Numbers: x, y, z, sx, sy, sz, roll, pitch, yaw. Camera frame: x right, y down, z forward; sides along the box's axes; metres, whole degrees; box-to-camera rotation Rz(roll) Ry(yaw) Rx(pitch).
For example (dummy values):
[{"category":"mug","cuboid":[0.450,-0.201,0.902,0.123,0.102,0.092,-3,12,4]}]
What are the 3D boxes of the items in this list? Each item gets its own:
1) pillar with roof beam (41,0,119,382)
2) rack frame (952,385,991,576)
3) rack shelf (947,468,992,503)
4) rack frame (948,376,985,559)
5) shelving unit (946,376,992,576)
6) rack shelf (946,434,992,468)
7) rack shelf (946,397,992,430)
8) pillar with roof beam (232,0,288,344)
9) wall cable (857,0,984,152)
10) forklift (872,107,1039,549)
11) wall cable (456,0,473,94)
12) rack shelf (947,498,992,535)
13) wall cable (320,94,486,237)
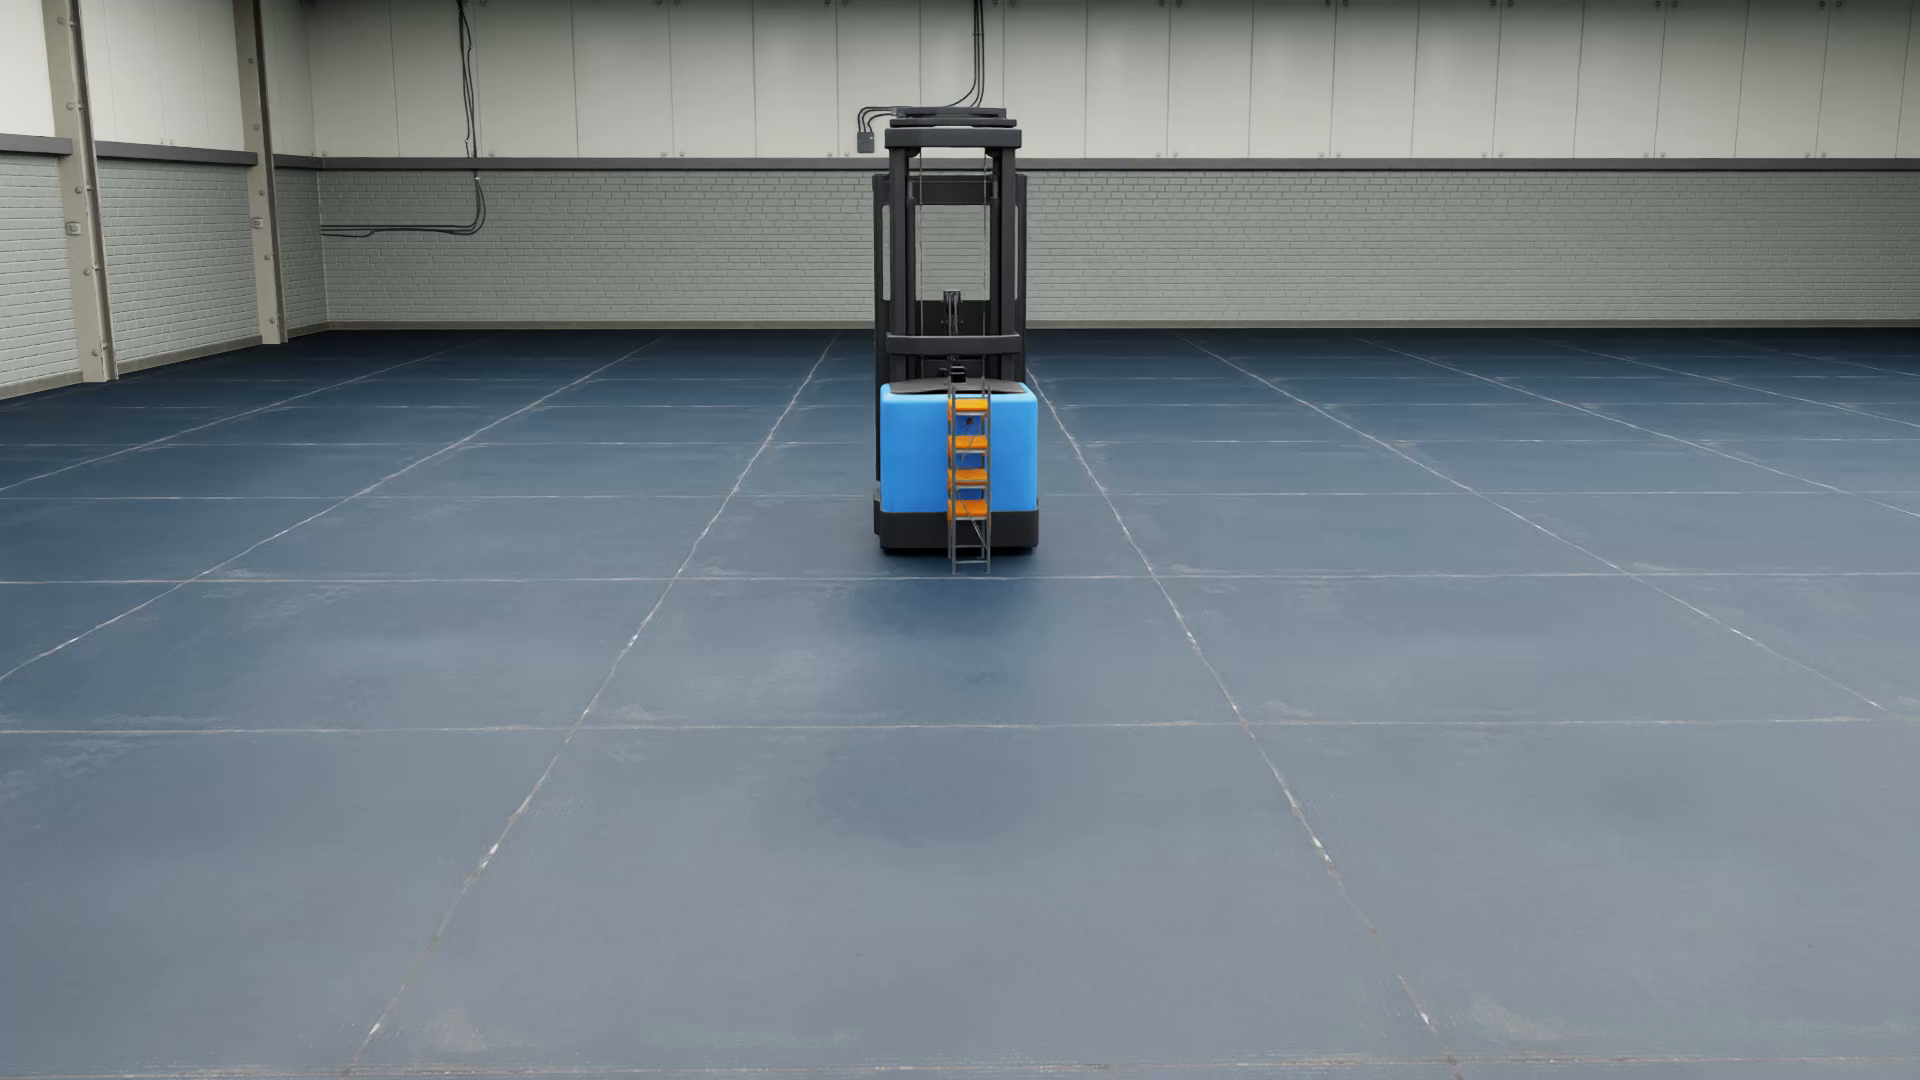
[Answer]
[{"category":"pillar with roof beam","cuboid":[-7.036,-6.531,21.117,9.100,9.000,0.400,0,11,-1]},{"category":"rack frame","cuboid":[0.070,-0.367,10.352,0.240,1.200,0.015,-1,11,-3]},{"category":"rack shelf","cuboid":[0.055,-0.350,10.604,0.258,0.148,0.480,-1,11,-3]},{"category":"rack frame","cuboid":[0.041,-0.464,10.829,0.240,1.200,0.015,-1,11,-3]},{"category":"shelving unit","cuboid":[0.055,-0.416,10.590,0.258,1.200,0.503,-1,11,-3]},{"category":"rack shelf","cuboid":[0.055,-0.569,10.559,0.258,0.148,0.480,-1,11,-3]},{"category":"rack shelf","cuboid":[0.055,-0.801,10.512,0.258,0.148,0.480,-1,11,-3]},{"category":"pillar with roof beam","cuboid":[-7.160,-7.723,26.996,9.100,9.000,0.400,0,11,-1]},{"category":"wall cable","cuboid":[-0.711,-9.999,29.660,2.305,6.003,0.169,0,11,-1]},{"category":"forklift","cuboid":[-0.085,-1.616,12.152,1.130,2.935,3.031,-1,11,-3]},{"category":"wall cable","cuboid":[-7.498,-9.261,29.683,3.097,2.526,0.112,0,11,-1]},{"category":"rack shelf","cuboid":[0.055,-0.155,10.643,0.258,0.148,0.480,-1,11,-3]},{"category":"wall cable","cuboid":[-10.203,-6.775,30.131,3.097,2.526,0.112,0,11,-1]}]
